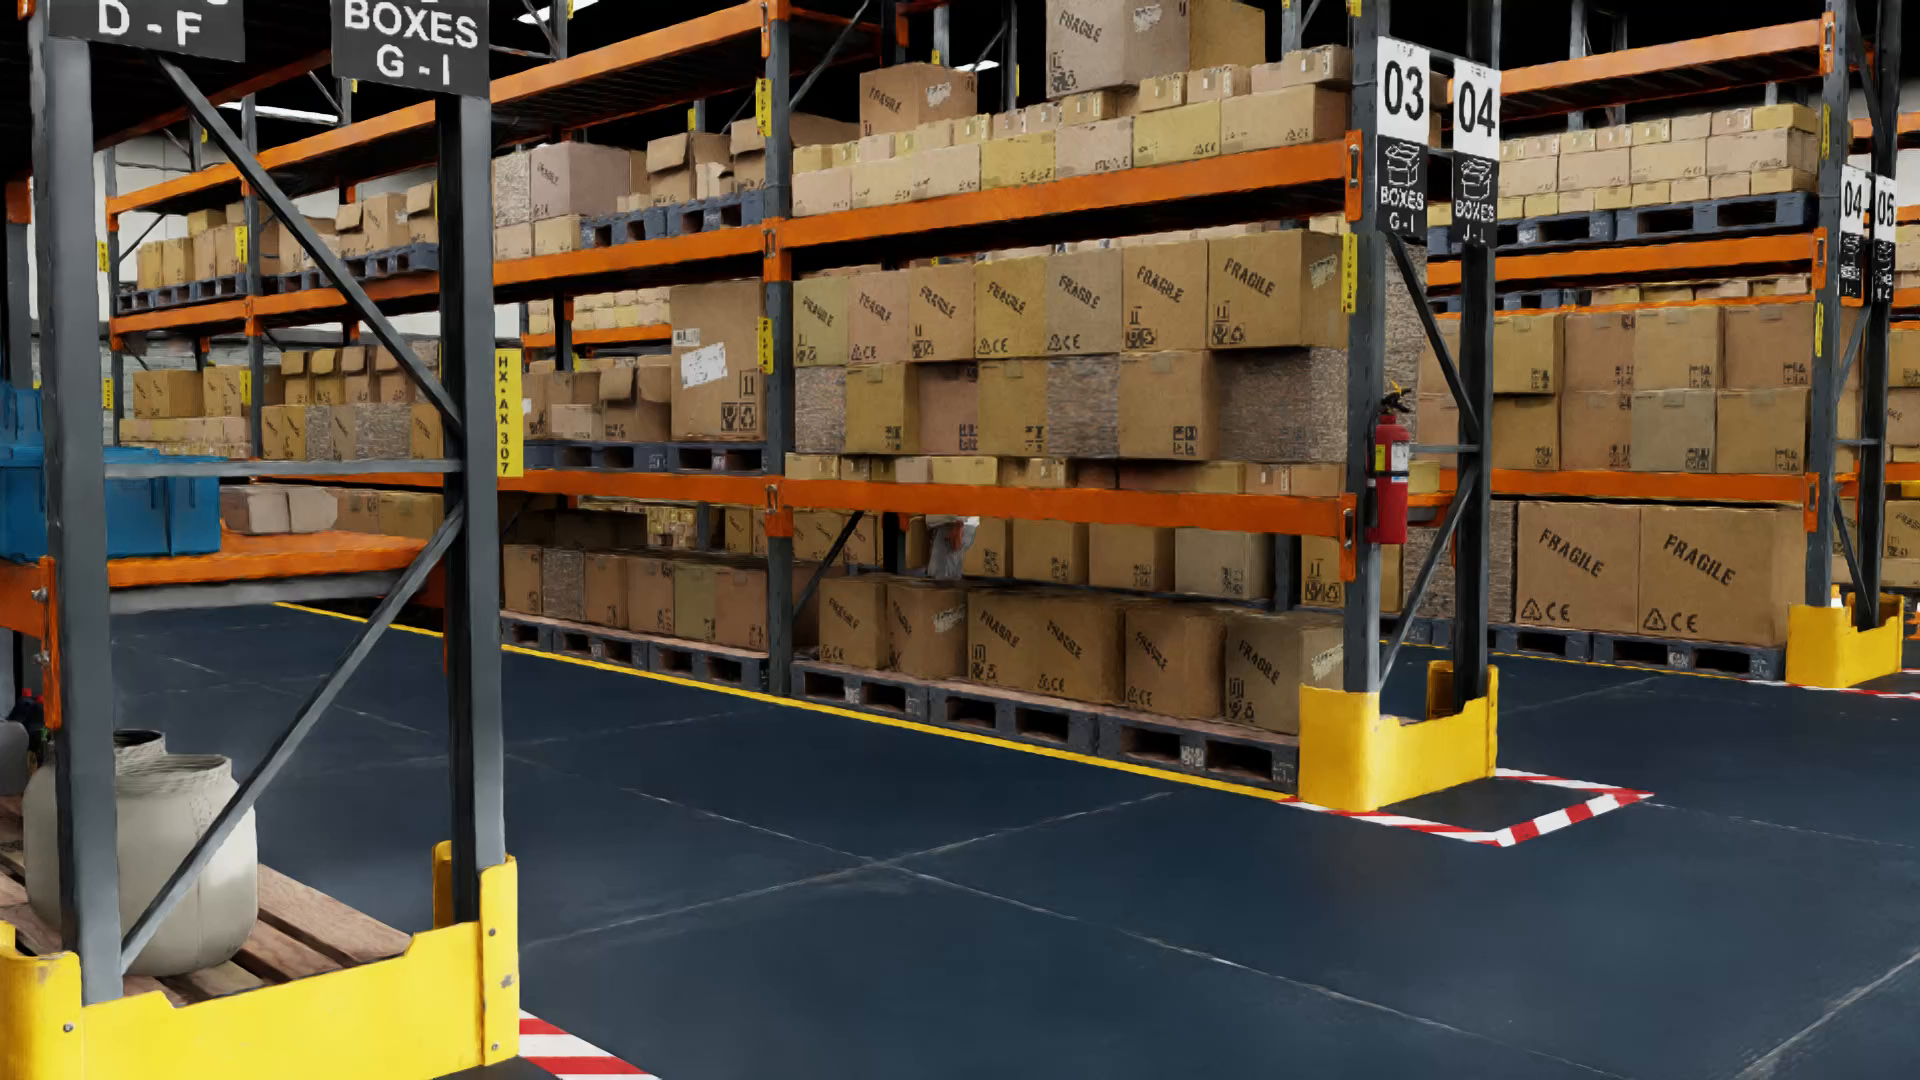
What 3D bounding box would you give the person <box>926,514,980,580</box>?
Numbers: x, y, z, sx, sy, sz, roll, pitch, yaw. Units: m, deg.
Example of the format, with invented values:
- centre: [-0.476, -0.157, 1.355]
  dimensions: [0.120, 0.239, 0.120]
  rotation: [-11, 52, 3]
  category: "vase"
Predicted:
- centre: [-0.065, -0.068, 11.655]
  dimensions: [0.454, 1.759, 0.622]
  rotation: [-1, 4, -14]
  category: "person"
